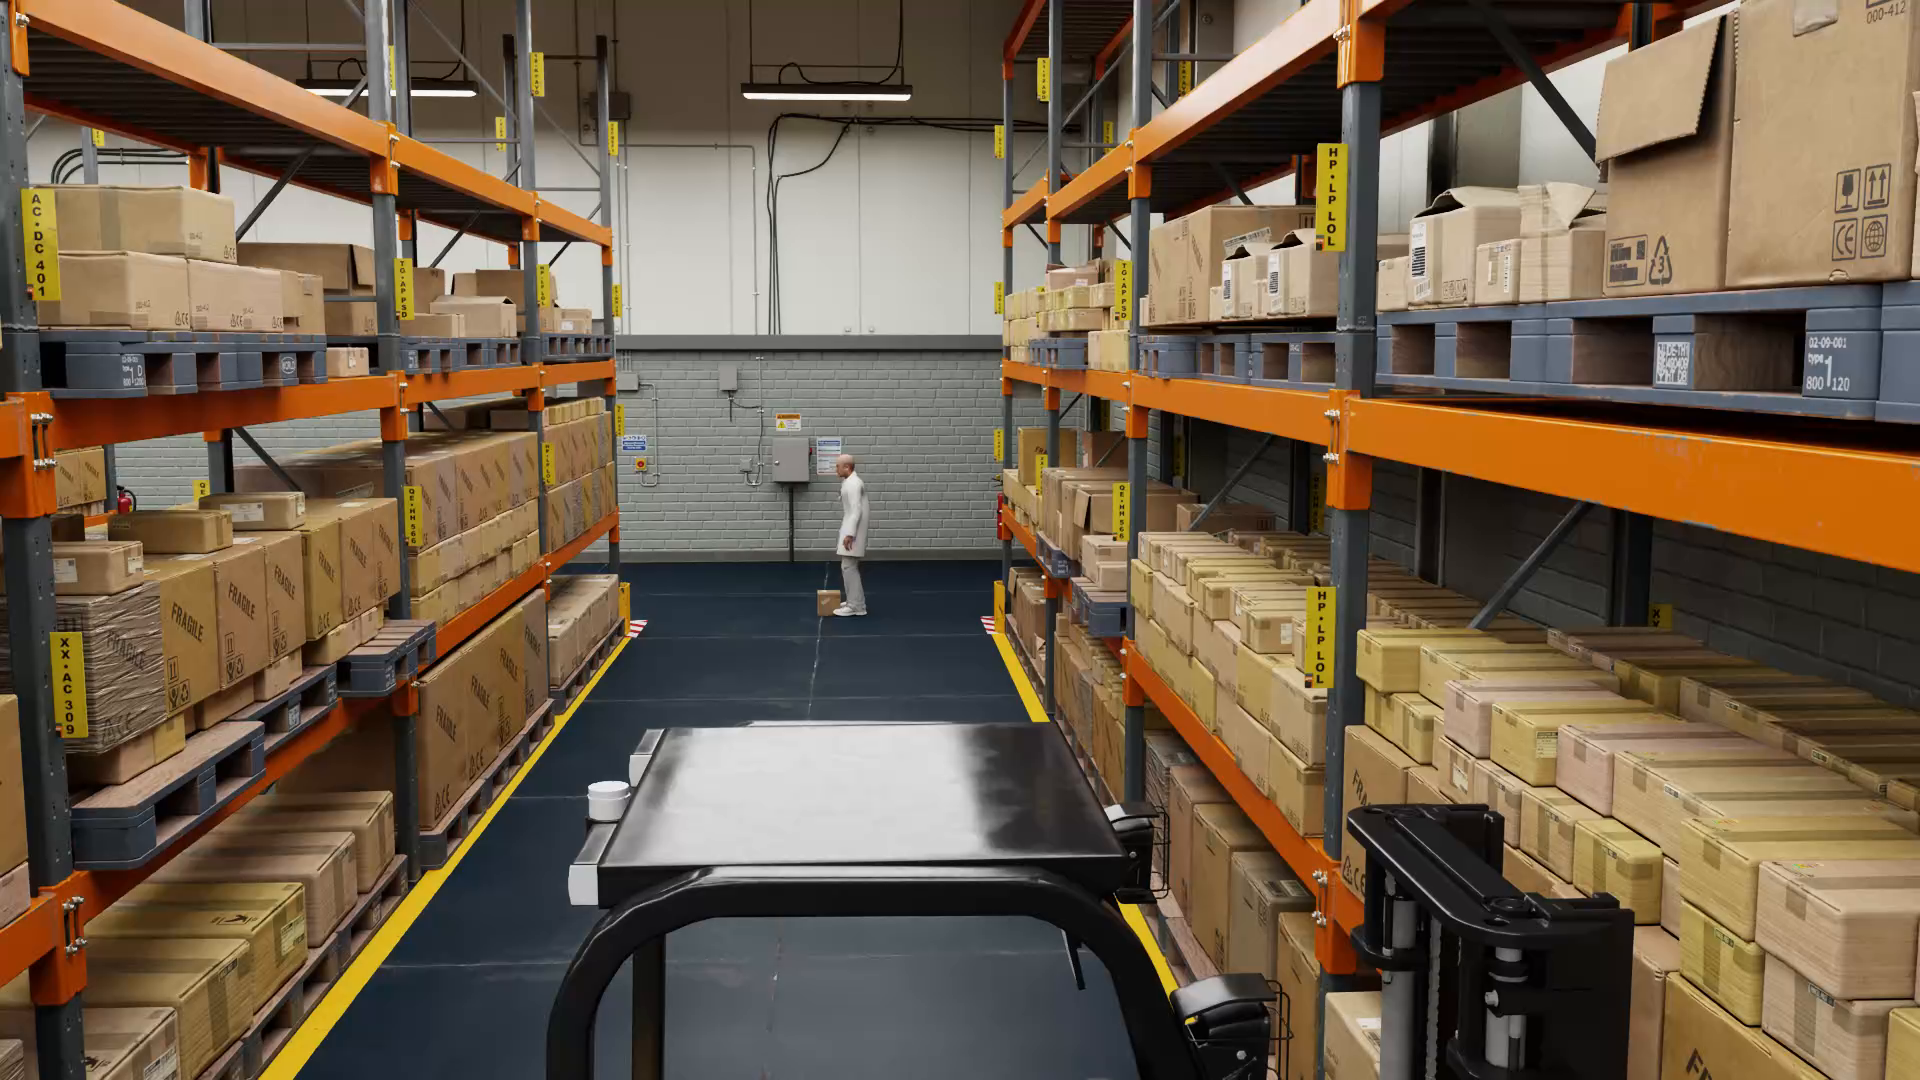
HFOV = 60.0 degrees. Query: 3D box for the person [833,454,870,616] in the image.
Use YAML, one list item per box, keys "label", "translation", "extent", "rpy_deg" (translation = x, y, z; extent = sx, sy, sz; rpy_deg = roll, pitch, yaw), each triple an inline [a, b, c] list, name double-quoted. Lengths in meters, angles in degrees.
- label: "person"
  translation: [-1.201, -0.062, 18.332]
  extent: [0.415, 1.774, 0.655]
  rpy_deg: [-1, 7, -5]
